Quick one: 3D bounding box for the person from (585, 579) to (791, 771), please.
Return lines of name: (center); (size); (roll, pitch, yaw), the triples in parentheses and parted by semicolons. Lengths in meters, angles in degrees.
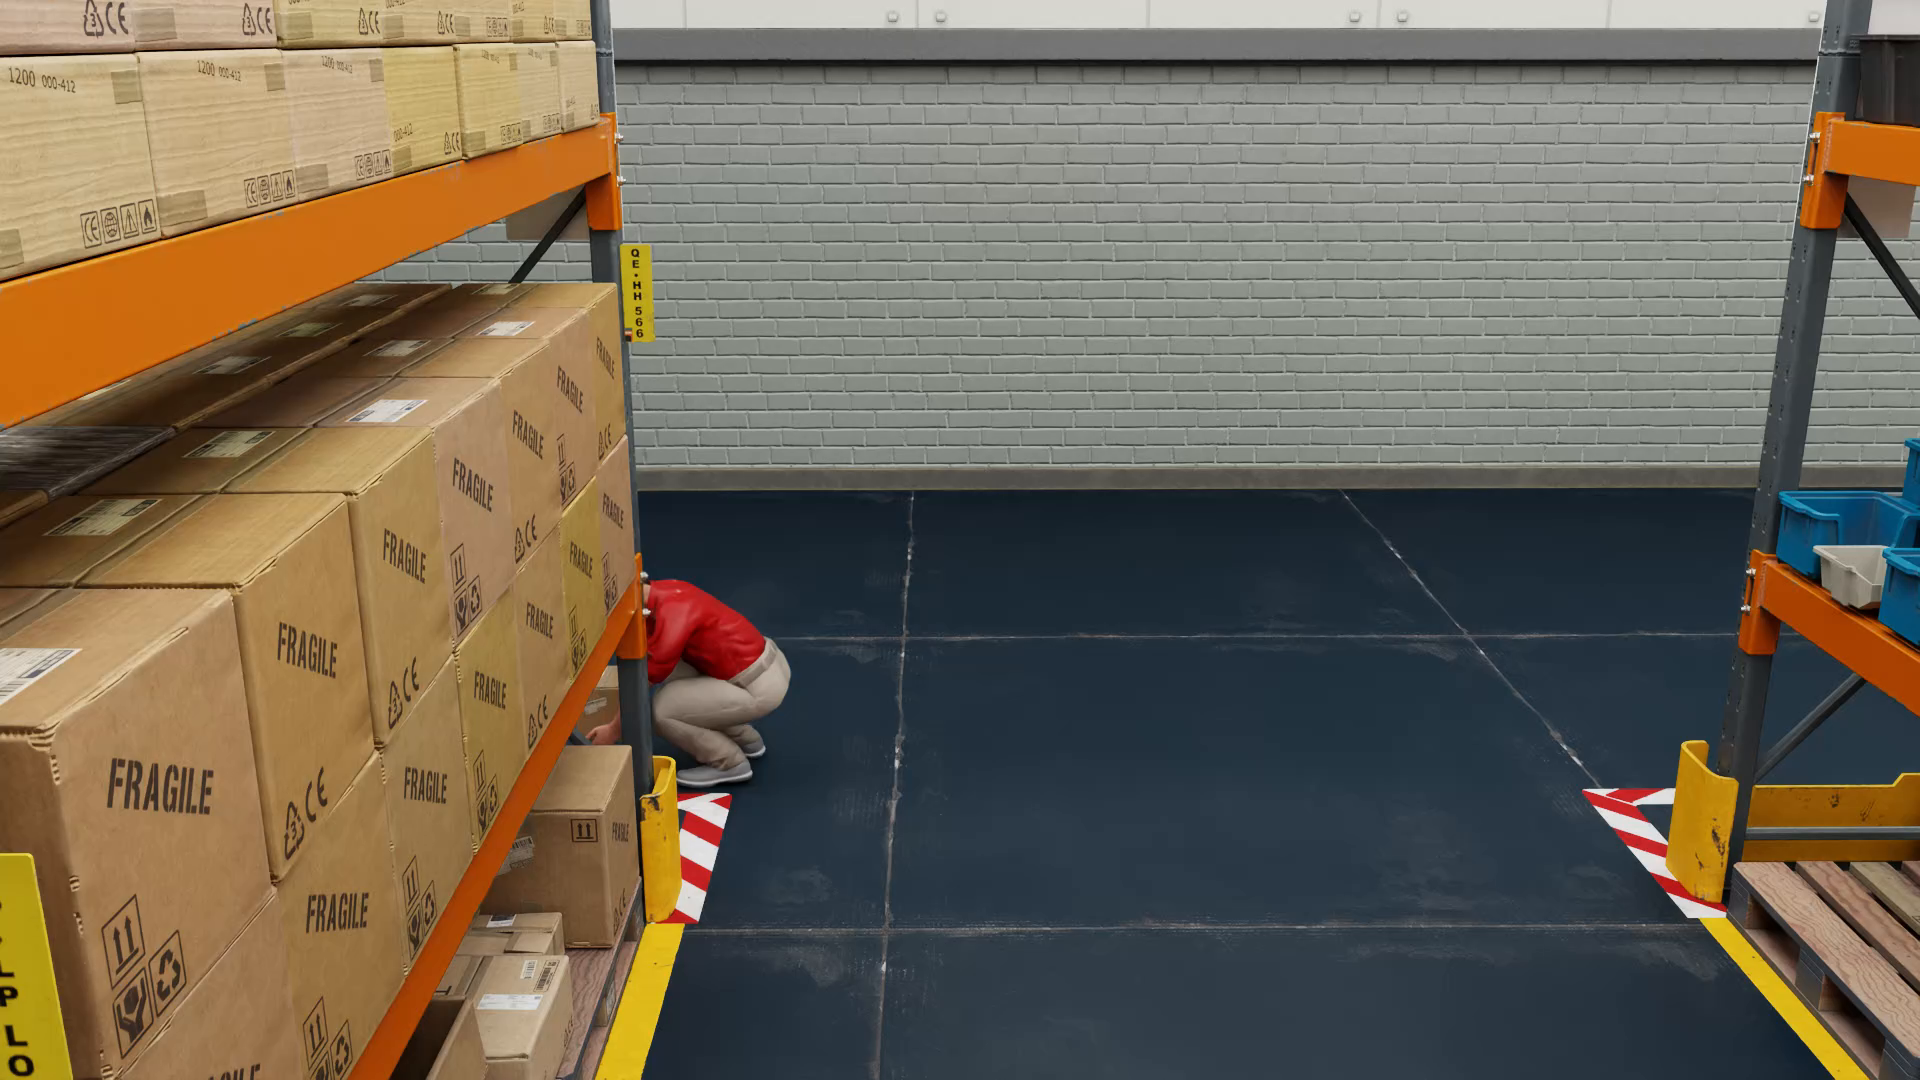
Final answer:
person: (-1.160, 0.521, 7.087); (0.861, 0.920, 0.554); (-1, 17, -2)
